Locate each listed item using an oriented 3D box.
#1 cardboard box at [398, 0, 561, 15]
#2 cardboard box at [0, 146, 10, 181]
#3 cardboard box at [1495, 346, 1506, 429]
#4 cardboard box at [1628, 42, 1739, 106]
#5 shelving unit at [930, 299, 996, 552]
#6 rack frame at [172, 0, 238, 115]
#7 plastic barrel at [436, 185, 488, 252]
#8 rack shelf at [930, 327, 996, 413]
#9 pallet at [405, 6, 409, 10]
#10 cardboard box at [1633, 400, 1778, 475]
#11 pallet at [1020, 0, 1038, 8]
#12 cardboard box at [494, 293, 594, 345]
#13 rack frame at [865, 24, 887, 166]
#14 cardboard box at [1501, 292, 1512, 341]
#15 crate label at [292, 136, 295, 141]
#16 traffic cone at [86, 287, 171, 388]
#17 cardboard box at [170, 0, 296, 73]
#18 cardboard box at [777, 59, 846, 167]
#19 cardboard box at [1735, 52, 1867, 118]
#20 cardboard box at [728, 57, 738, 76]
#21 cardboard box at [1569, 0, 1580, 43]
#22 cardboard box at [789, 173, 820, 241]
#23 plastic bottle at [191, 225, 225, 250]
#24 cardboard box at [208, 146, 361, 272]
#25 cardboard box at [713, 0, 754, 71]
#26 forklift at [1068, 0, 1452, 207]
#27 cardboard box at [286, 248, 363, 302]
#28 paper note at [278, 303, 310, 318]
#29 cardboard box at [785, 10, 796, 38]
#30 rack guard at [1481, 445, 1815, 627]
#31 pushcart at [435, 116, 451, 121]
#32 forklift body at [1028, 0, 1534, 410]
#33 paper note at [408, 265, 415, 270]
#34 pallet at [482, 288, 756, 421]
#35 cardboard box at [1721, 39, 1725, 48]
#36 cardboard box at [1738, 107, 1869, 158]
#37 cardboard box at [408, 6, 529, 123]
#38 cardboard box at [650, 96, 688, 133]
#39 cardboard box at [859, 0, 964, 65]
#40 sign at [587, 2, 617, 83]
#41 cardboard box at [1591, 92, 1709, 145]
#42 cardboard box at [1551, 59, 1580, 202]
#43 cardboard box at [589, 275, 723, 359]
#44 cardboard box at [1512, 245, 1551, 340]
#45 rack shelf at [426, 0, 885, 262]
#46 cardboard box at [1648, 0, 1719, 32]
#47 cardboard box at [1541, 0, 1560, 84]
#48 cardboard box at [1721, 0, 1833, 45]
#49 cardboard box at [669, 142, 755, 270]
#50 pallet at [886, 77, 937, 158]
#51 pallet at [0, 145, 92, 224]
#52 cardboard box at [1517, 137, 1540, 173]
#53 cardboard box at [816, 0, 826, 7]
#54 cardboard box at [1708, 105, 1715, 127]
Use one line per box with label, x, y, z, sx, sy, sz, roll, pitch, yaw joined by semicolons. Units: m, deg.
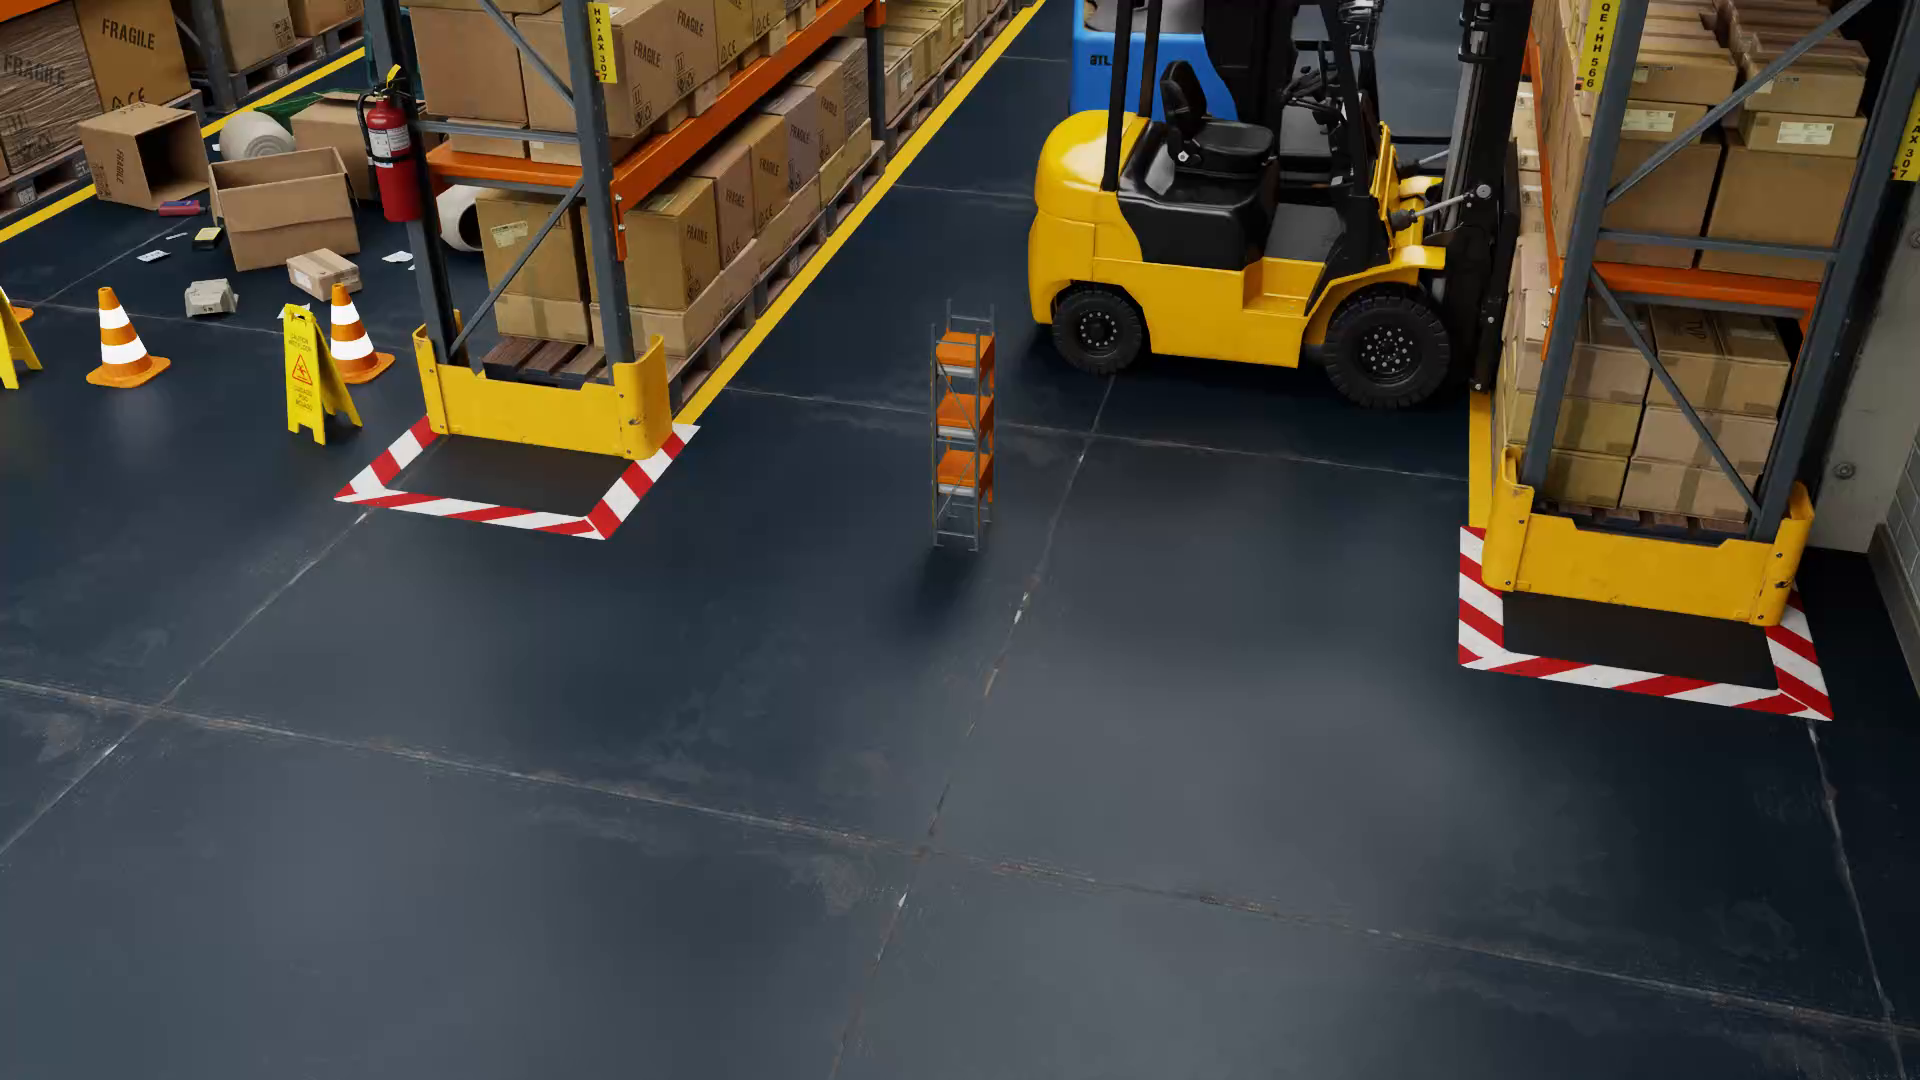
cardboard box;-2.090;-2.649;7.318;0.700;0.500;0.500;7;33;11
cardboard box;-6.492;-2.484;9.950;0.875;0.875;0.875;8;33;12
cardboard box;2.743;-0.651;7.649;0.500;0.250;0.500;8;33;12
cardboard box;2.681;-1.746;6.226;0.380;0.149;0.250;8;33;12
shelving unit;0.014;-0.471;7.012;0.215;1.050;0.252;8;33;12
rack frame;-5.807;-4.461;11.472;1.000;3.000;0.127;8;33;12
plastic barrel;-2.948;-1.955;9.930;0.421;0.421;0.512;-21;38;-29
rack shelf;0.014;-0.701;6.865;0.215;0.259;0.240;8;33;12
pallet;-5.064;-4.961;14.858;1.003;0.211;1.213;8;33;12
cardboard box;3.114;-0.534;6.999;0.500;0.250;0.500;9;33;13
pallet;0.295;-5.138;15.135;1.003;0.211;1.213;8;33;12
cardboard box;-2.057;-1.250;8.591;0.500;0.250;0.500;8;33;12
rack frame;-0.993;-3.840;10.494;1.000;3.000;0.127;8;33;12
cardboard box;2.864;-1.143;7.957;0.500;0.250;0.500;7;33;11
crate label;-4.426;-2.688;11.351;0.298;0.136;0.250;-14;35;-21
traffic cone;-4.307;-1.067;8.497;0.336;0.463;0.334;8;33;12
cardboard box;-5.736;-4.024;12.489;1.050;0.750;0.750;8;33;12
cardboard box;-1.011;-2.565;9.962;0.500;0.500;0.500;9;33;13
cardboard box;3.086;-1.677;6.117;0.380;0.149;0.250;7;33;11
cardboard box;-1.374;-2.475;8.582;0.380;0.149;0.250;9;34;14
cardboard box;2.913;-2.293;7.364;0.380;0.149;0.250;8;33;13
cardboard box;-1.142;-1.972;9.728;0.500;0.250;0.500;9;33;13
plastic bottle;-4.556;-1.844;10.094;0.133;0.061;0.283;-3;33;-4
cardboard box;-4.011;-1.967;9.875;0.797;0.503;0.637;-14;35;-21
cardboard box;-1.363;-2.674;8.289;0.500;0.500;0.500;7;33;11
forklift;2.219;-3.612;10.199;3.031;2.935;1.130;2;33;3
cardboard box;-3.629;-1.516;9.496;0.380;0.149;0.250;28;42;36
paper note;-3.693;-1.273;9.223;0.148;0.019;0.142;-3;33;-4
cardboard box;-1.128;-2.869;9.201;0.380;0.149;0.250;7;33;12
rack guard;2.788;-0.023;6.820;1.175;0.500;0.348;8;33;12
pushcart;-3.211;-3.018;11.645;1.648;0.377;0.936;-3;33;-4
forklift body;1.511;-1.964;8.335;2.313;2.155;1.214;8;33;12
paper note;-3.202;-1.613;9.779;0.032;0.001;0.123;8;33;12
pallet;-1.748;-1.044;8.695;1.003;0.211;1.213;8;33;12
cardboard box;3.330;-1.945;6.816;0.380;0.149;0.250;7;33;11
cardboard box;3.131;-1.547;6.190;0.380;0.149;0.250;7;33;11
cardboard box;-2.137;-2.251;7.624;0.500;0.500;0.500;7;33;12
cardboard box;-1.525;-2.066;7.938;0.380;0.149;0.250;7;33;11
cardboard box;-0.508;-3.915;12.671;0.950;0.372;0.625;9;34;14
sign;-1.483;-2.056;6.881;0.100;0.325;0.005;8;33;12
cardboard box;2.611;-1.624;6.311;0.380;0.149;0.250;8;33;13
cardboard box;2.806;-1.692;7.022;0.500;0.500;0.500;9;34;14
cardboard box;-1.536;-1.162;8.453;0.500;0.250;0.500;8;33;12
cardboard box;2.733;-1.076;7.387;0.500;0.250;0.500;9;33;13
rack shelf;-1.500;-2.498;9.055;1.077;0.370;4.000;8;33;12
cardboard box;2.889;-2.137;6.841;0.380;0.149;0.250;8;33;13
cardboard box;3.200;-2.478;8.259;0.500;0.500;0.500;8;33;12
cardboard box;3.316;-2.073;6.741;0.380;0.149;0.250;8;33;13
cardboard box;-1.402;-1.763;8.699;0.500;0.500;0.500;7;33;11
pallet;-0.797;-3.067;11.878;1.003;0.211;1.213;8;33;12
pallet;-6.383;-2.265;10.617;1.003;0.211;1.213;8;33;12
cardboard box;3.128;-1.873;8.639;0.500;0.250;0.500;9;34;14
cardboard box;-0.978;-3.270;9.833;0.380;0.149;0.250;8;33;13
cardboard box;3.299;-1.625;6.917;0.500;0.500;0.500;9;34;14
